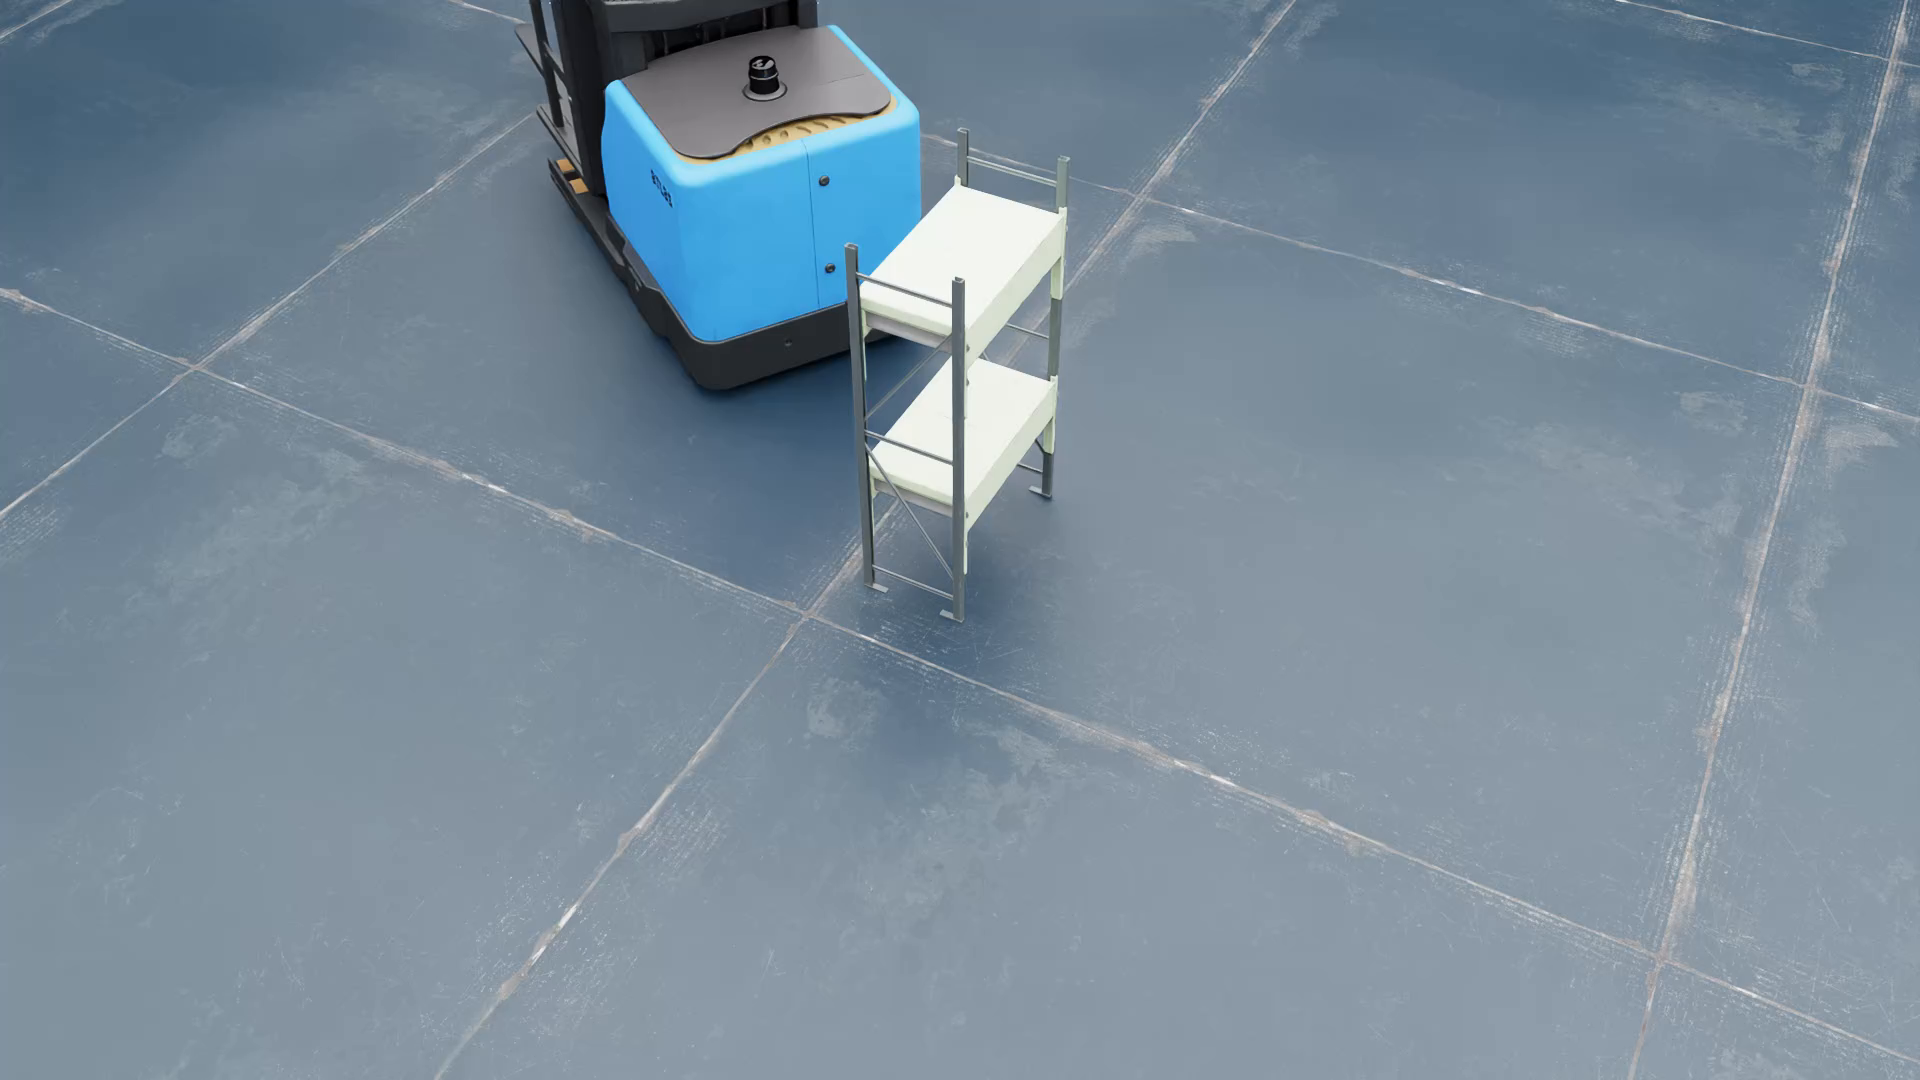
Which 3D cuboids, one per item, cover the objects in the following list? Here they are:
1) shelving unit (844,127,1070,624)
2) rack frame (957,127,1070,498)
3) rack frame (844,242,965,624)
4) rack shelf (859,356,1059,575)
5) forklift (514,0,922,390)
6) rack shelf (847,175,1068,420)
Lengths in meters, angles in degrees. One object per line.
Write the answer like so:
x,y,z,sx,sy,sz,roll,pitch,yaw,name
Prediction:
0.003,-0.531,5.721,0.431,1.500,0.755,20,49,19,shelving unit
0.173,-0.762,5.949,0.400,1.500,0.023,20,49,19,rack frame
-0.167,-0.301,5.493,0.400,1.500,0.023,20,49,19,rack frame
0.003,-0.302,5.953,0.431,0.370,0.720,20,49,19,rack shelf
-1.279,-2.685,6.843,1.130,2.935,3.031,-21,49,-19,forklift
0.003,-0.806,5.443,0.431,0.370,0.720,20,49,19,rack shelf
